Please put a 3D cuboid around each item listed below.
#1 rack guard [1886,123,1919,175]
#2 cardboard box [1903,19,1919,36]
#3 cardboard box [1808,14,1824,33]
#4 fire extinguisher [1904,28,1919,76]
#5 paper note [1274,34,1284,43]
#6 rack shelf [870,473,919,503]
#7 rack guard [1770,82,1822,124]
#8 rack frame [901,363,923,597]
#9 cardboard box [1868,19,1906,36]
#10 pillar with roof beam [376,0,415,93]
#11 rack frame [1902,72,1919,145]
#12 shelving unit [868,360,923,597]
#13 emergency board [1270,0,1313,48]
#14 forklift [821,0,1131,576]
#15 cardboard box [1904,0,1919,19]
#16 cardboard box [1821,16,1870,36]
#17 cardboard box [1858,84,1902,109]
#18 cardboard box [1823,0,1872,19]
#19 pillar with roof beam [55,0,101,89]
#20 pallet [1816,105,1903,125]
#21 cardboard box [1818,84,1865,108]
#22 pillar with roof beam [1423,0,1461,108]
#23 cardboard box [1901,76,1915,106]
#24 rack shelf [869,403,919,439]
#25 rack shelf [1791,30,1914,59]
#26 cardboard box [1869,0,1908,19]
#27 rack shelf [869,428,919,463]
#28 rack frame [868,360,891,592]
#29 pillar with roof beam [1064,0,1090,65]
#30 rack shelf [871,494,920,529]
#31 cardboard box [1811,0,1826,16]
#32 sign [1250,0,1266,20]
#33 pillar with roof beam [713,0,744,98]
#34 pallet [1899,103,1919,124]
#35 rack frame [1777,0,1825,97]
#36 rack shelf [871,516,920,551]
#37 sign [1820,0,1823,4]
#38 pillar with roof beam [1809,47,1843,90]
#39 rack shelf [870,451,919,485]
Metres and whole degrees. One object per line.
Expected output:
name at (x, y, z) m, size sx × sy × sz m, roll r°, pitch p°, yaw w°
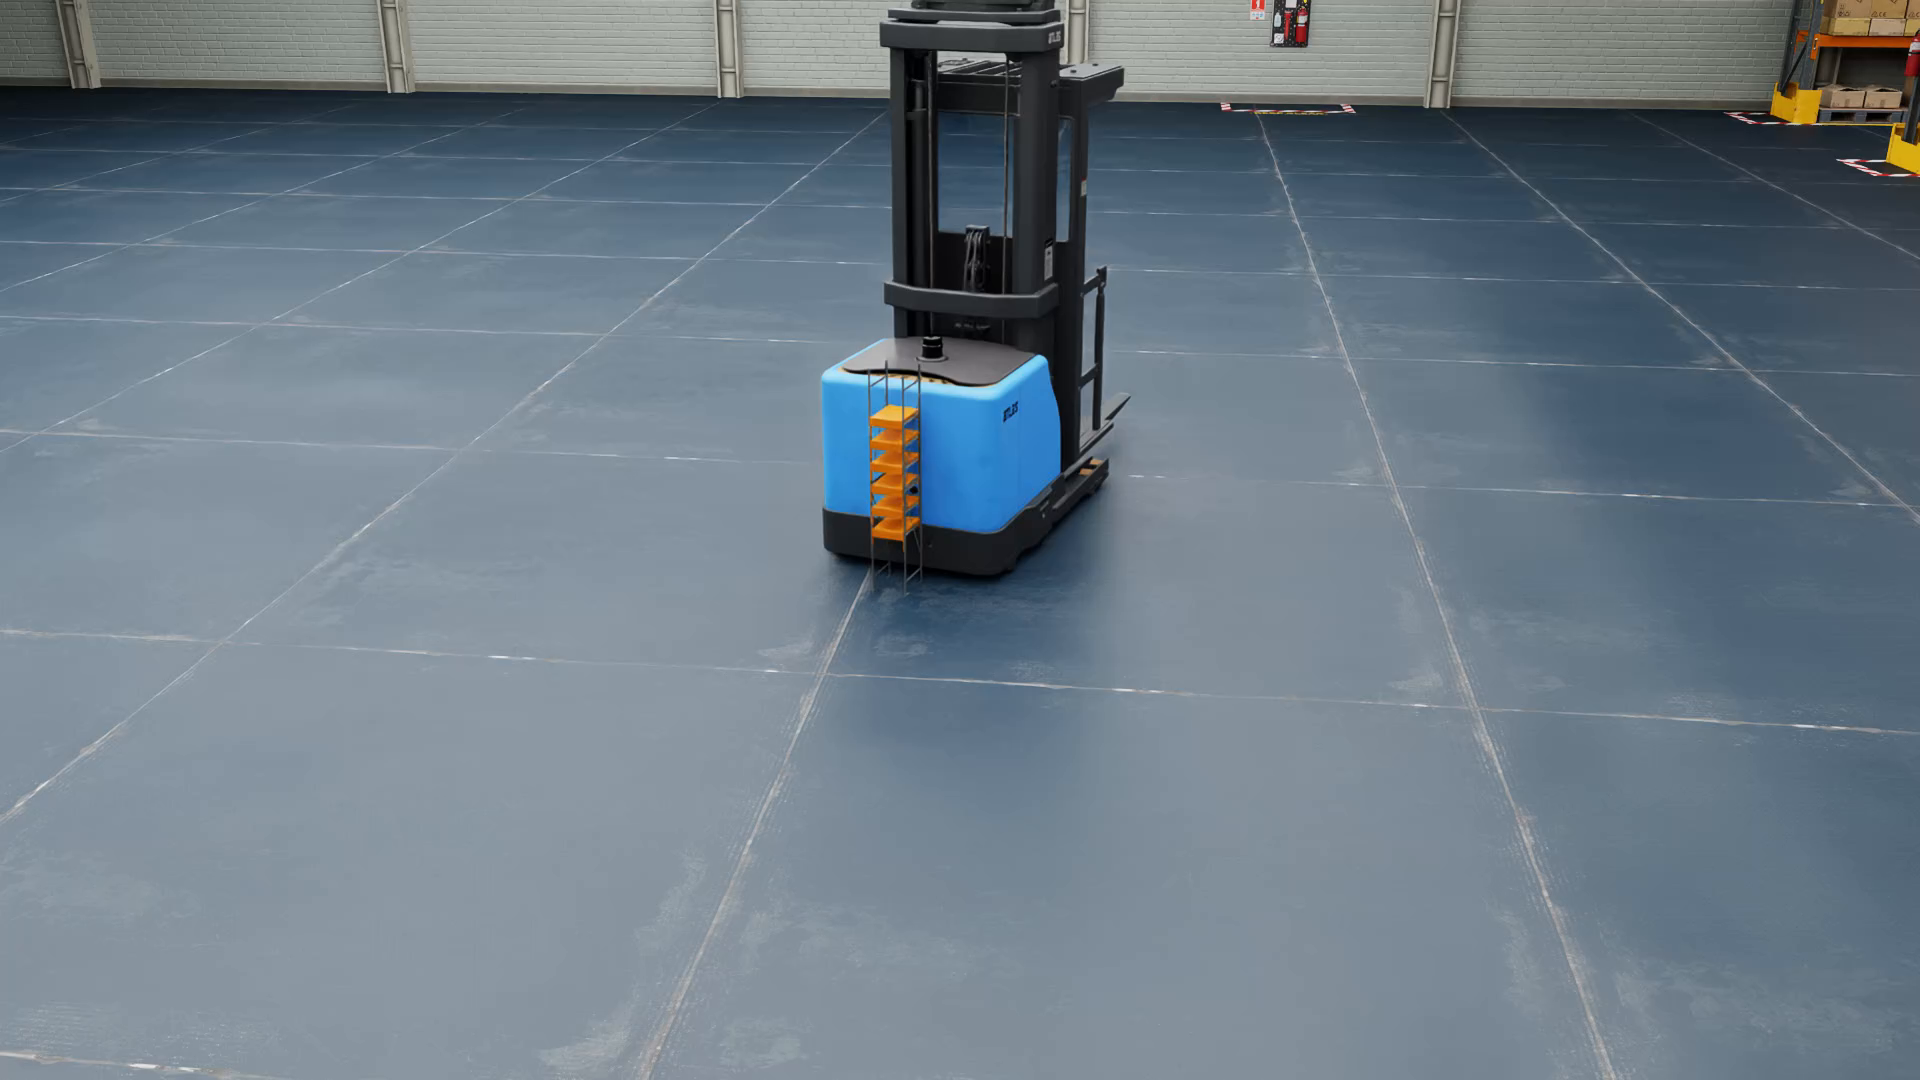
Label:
rack guard at (12.485, -5.088, 21.630) m, size 0.348 × 0.500 × 1.175 m, roll 2°, pitch 22°, yaw 6°
cardboard box at (14.557, -7.820, 25.316) m, size 0.500 × 0.250 × 0.500 m, roll 2°, pitch 22°, yaw 5°
cardboard box at (13.575, -8.049, 25.895) m, size 0.500 × 0.250 × 0.500 m, roll 3°, pitch 22°, yaw 7°
fire extinguisher at (12.446, -6.388, 21.624) m, size 0.183 × 0.674 × 0.296 m, roll 2°, pitch 22°, yaw 6°
paper note at (5.309, -8.348, 27.673) m, size 0.142 × 0.148 × 0.016 m, roll 2°, pitch 22°, yaw 6°
rack shelf at (-0.330, -0.270, 8.612) m, size 0.180 × 0.103 × 0.258 m, roll 8°, pitch 23°, yaw 19°
rack guard at (13.163, -6.893, 26.195) m, size 0.348 × 0.500 × 1.175 m, roll 2°, pitch 22°, yaw 6°
rack frame at (-0.245, -0.299, 8.565) m, size 0.006 × 1.200 × 0.240 m, roll 8°, pitch 23°, yaw 19°
cardboard box at (14.052, -7.844, 25.377) m, size 0.500 × 0.250 × 0.500 m, roll 2°, pitch 22°, yaw 5°
pillar with roof beam at (-10.455, -10.601, 24.014) m, size 0.400 × 9.000 × 9.100 m, roll 2°, pitch 22°, yaw 6°
rack frame at (12.508, -6.250, 21.168) m, size 0.127 × 3.000 × 1.000 m, roll 2°, pitch 22°, yaw 6°
shelving unit at (-0.330, -0.311, 8.595) m, size 0.189 × 1.200 × 0.258 m, roll 8°, pitch 23°, yaw 19°
emergency board at (5.477, -8.725, 27.428) m, size 0.643 × 1.169 × 0.194 m, roll 2°, pitch 22°, yaw 6°
forklift at (0.277, -1.684, 9.713) m, size 1.130 × 2.935 × 3.031 m, roll 9°, pitch 23°, yaw 21°
cardboard box at (14.528, -8.167, 25.174) m, size 0.500 × 0.500 × 0.500 m, roll 2°, pitch 22°, yaw 5°
cardboard box at (13.535, -7.861, 25.421) m, size 0.500 × 0.250 × 0.500 m, roll 2°, pitch 22°, yaw 5°
cardboard box at (14.330, -6.925, 25.936) m, size 0.500 × 0.311 × 0.500 m, roll 4°, pitch 22°, yaw 11°
cardboard box at (13.526, -8.216, 25.300) m, size 0.500 × 0.500 × 0.500 m, roll 3°, pitch 22°, yaw 6°
pillar with roof beam at (-16.413, -10.860, 24.670) m, size 0.400 × 9.000 × 9.100 m, roll 2°, pitch 22°, yaw 6°
pallet at (13.966, -6.710, 26.126) m, size 1.213 × 0.211 × 1.003 m, roll 2°, pitch 22°, yaw 6°
cardboard box at (13.764, -6.950, 25.998) m, size 0.500 × 0.311 × 0.500 m, roll 0°, pitch 22°, yaw 0°
pillar with roof beam at (7.420, -9.822, 22.044) m, size 0.400 × 9.000 × 9.100 m, roll 2°, pitch 22°, yaw 6°
cardboard box at (15.053, -6.963, 25.774) m, size 0.500 × 0.500 × 0.700 m, roll 1°, pitch 22°, yaw 3°
rack shelf at (-0.330, -0.605, 8.479) m, size 0.180 × 0.103 × 0.258 m, roll 8°, pitch 23°, yaw 19°
rack shelf at (15.074, -7.637, 25.657) m, size 4.000 × 0.370 × 1.077 m, roll 2°, pitch 22°, yaw 6°
cardboard box at (14.016, -8.191, 25.236) m, size 0.500 × 0.500 × 0.500 m, roll 3°, pitch 22°, yaw 6°
rack shelf at (-0.330, -0.493, 8.524) m, size 0.180 × 0.103 × 0.258 m, roll 8°, pitch 23°, yaw 19°
rack frame at (-0.416, -0.323, 8.626) m, size 0.006 × 1.200 × 0.240 m, roll 8°, pitch 23°, yaw 19°
pillar with roof beam at (1.461, -10.081, 22.700) m, size 0.400 × 9.000 × 9.100 m, roll 2°, pitch 22°, yaw 6°
rack shelf at (-0.330, -0.158, 8.656) m, size 0.180 × 0.103 × 0.258 m, roll 8°, pitch 23°, yaw 19°
cardboard box at (13.581, -8.404, 25.774) m, size 0.500 × 0.500 × 0.500 m, roll 2°, pitch 22°, yaw 6°
sign at (4.940, -8.803, 27.577) m, size 0.234 × 0.329 × 0.001 m, roll 2°, pitch 22°, yaw 6°
pillar with roof beam at (-4.497, -10.341, 23.357) m, size 0.400 × 9.000 × 9.100 m, roll 2°, pitch 22°, yaw 6°
pallet at (15.174, -6.657, 25.990) m, size 1.213 × 0.211 × 1.003 m, roll 2°, pitch 22°, yaw 6°
rack frame at (13.088, -8.059, 25.743) m, size 0.127 × 3.000 × 1.000 m, roll 2°, pitch 22°, yaw 6°
rack shelf at (-0.330, -0.047, 8.700) m, size 0.180 × 0.103 × 0.258 m, roll 8°, pitch 23°, yaw 19°
sign at (13.024, -8.263, 25.083) m, size 0.005 × 0.325 × 0.100 m, roll 2°, pitch 22°, yaw 6°
pillar with roof beam at (13.378, -9.562, 21.387) m, size 0.400 × 9.000 × 9.100 m, roll 2°, pitch 22°, yaw 6°
rack shelf at (-0.330, -0.382, 8.568) m, size 0.180 × 0.103 × 0.258 m, roll 8°, pitch 23°, yaw 19°
